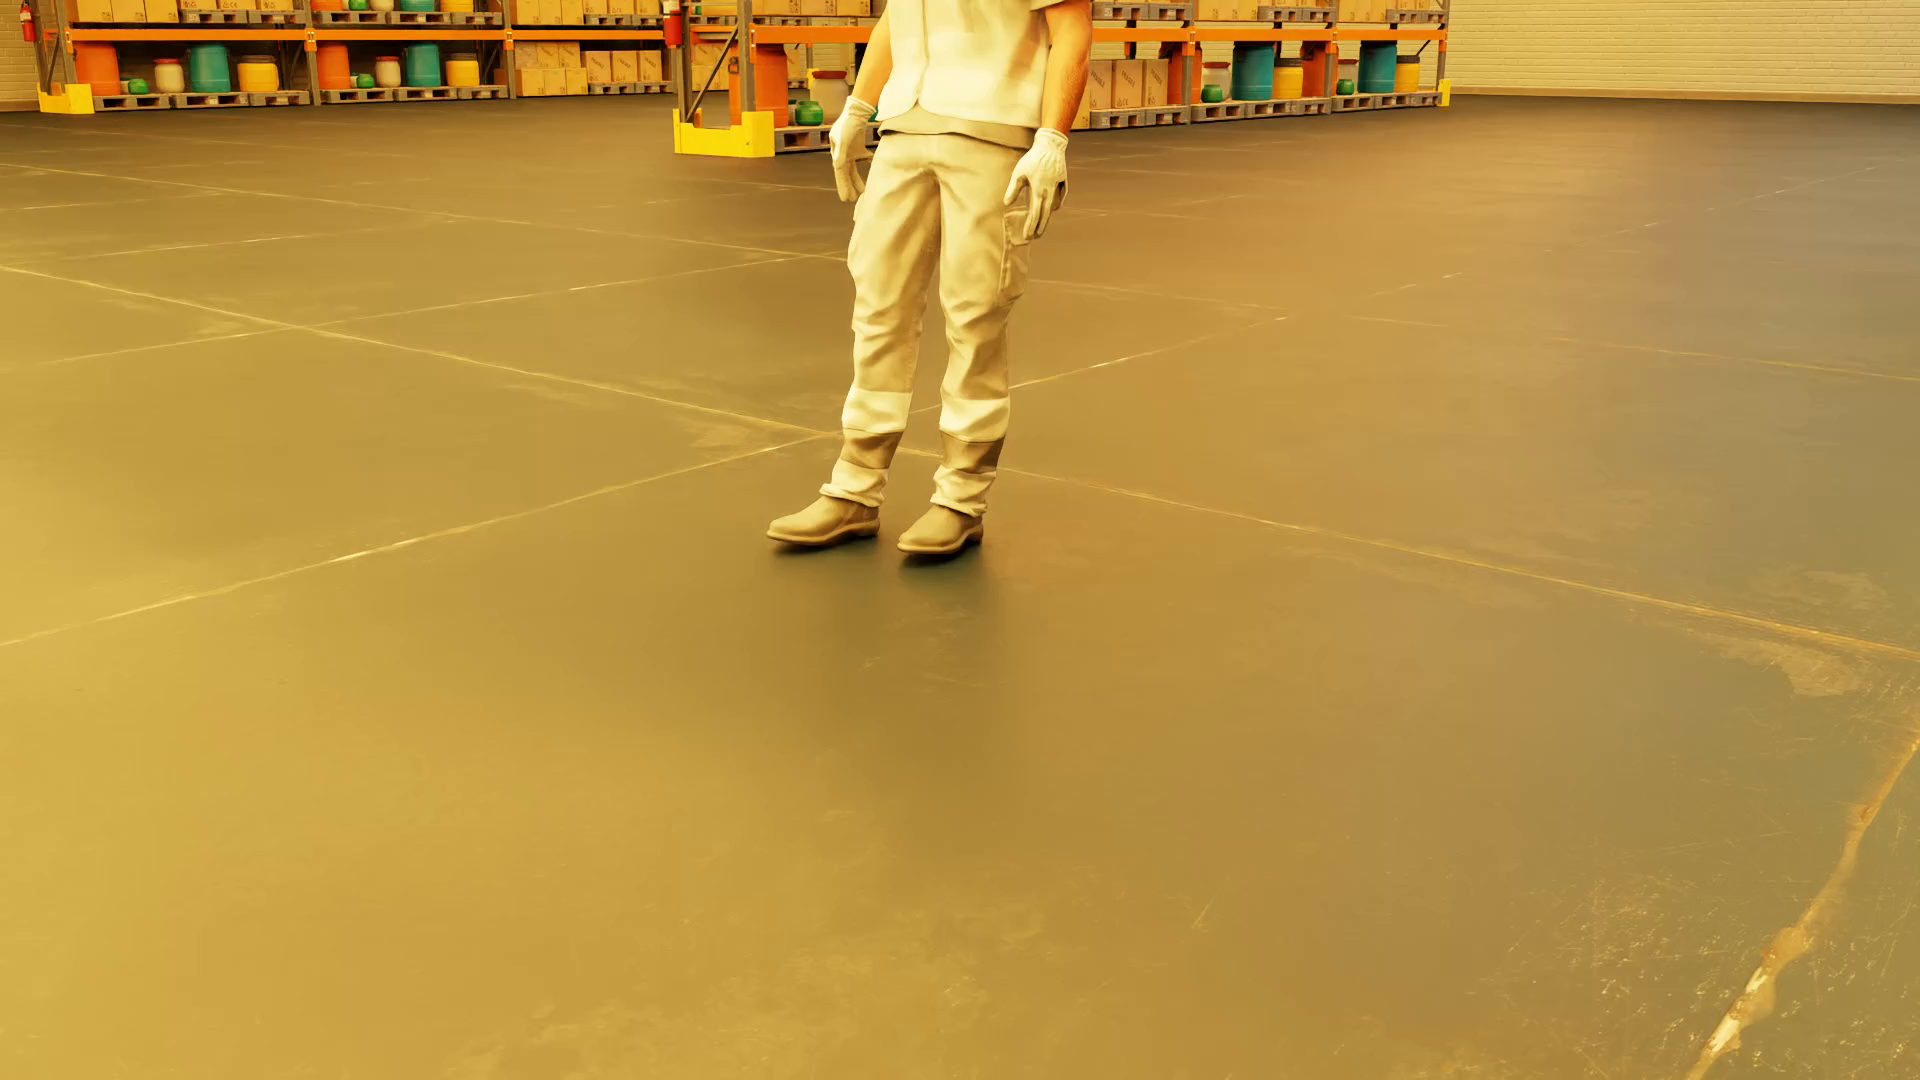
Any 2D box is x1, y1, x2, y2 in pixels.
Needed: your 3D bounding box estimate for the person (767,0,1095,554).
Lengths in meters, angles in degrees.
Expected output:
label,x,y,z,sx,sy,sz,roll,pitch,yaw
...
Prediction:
label,x,y,z,sx,sy,sz,roll,pitch,yaw
person,-0.061,-0.848,3.629,0.637,1.787,0.564,13,21,37
